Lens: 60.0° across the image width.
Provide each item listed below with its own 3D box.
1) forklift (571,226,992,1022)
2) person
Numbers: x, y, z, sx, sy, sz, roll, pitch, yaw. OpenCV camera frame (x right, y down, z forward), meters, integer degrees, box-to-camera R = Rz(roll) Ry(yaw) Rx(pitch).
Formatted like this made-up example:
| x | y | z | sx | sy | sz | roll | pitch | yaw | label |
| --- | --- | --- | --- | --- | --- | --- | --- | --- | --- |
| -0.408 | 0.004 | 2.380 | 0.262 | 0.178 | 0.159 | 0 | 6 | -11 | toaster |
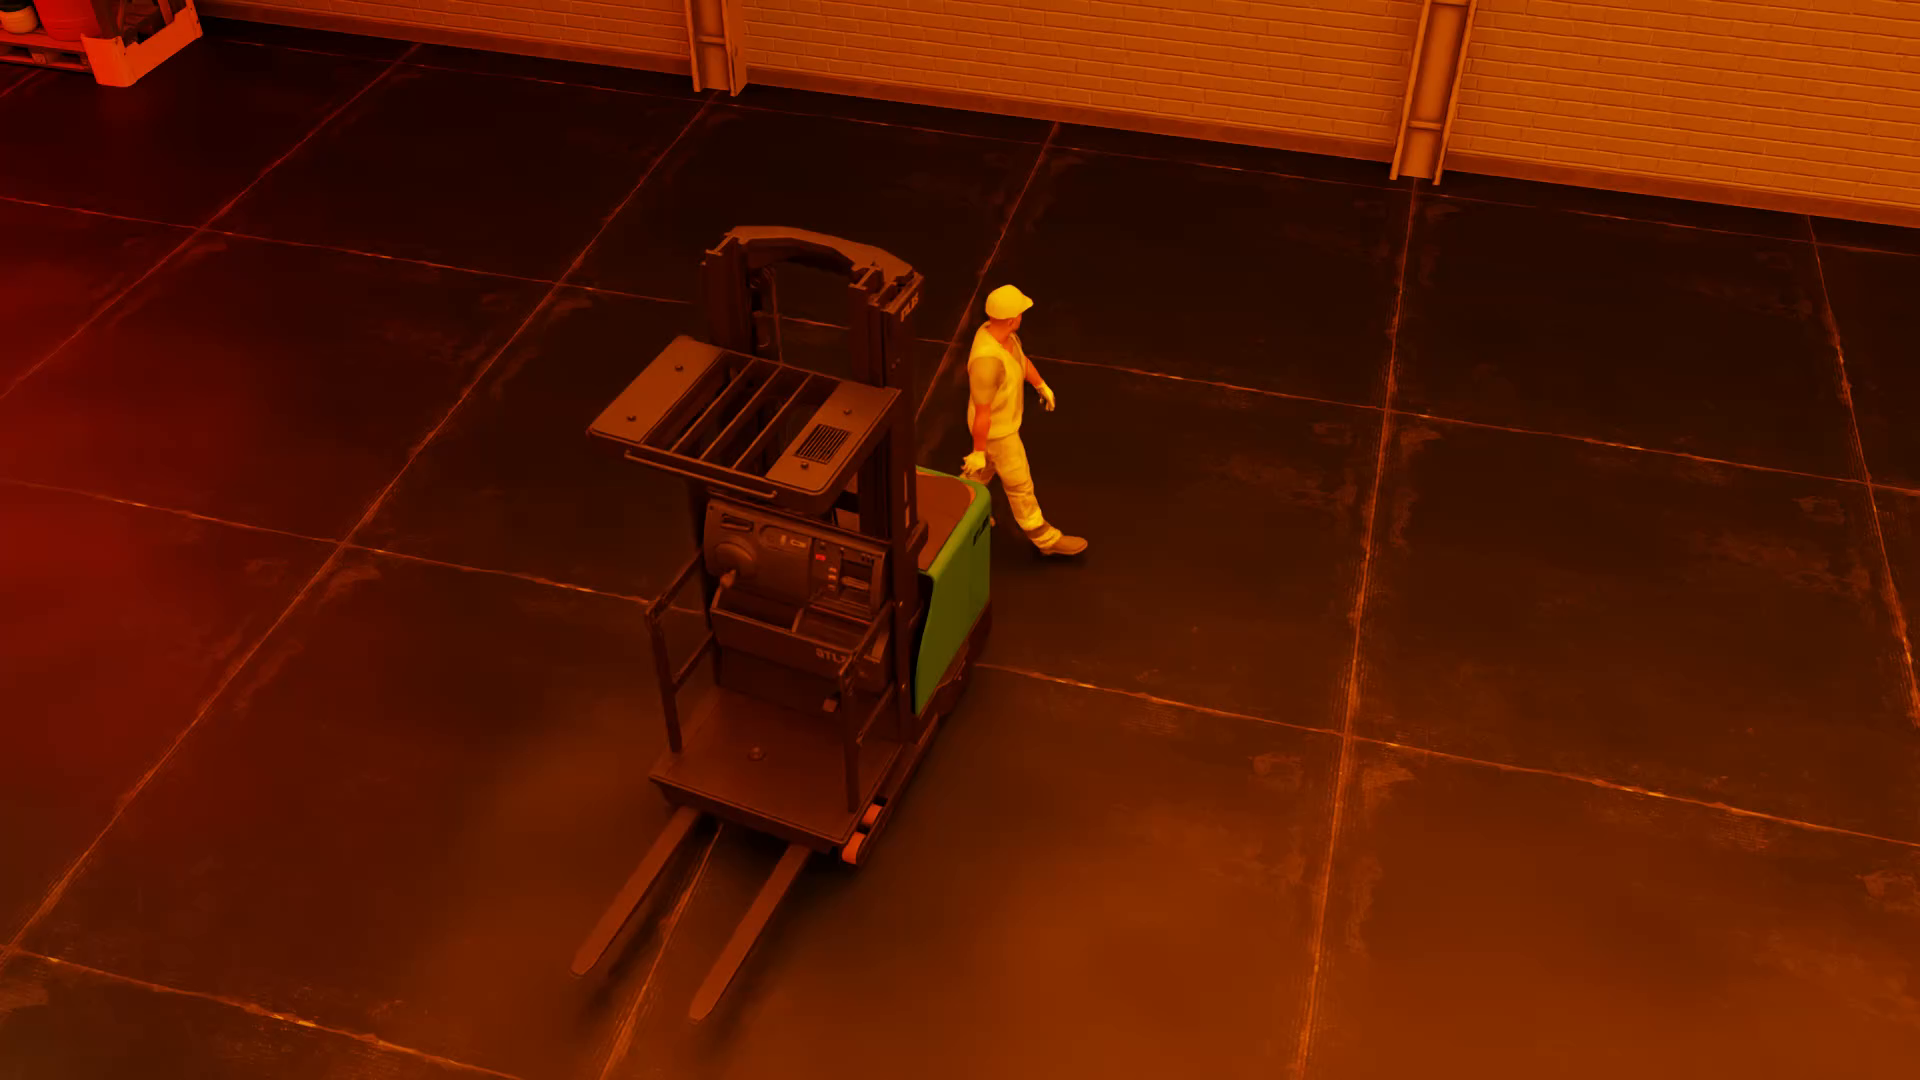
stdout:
| x | y | z | sx | sy | sz | roll | pitch | yaw | label |
| --- | --- | --- | --- | --- | --- | --- | --- | --- | --- |
| -0.863 | 0.183 | 7.652 | 1.130 | 2.935 | 3.031 | 16 | 44 | 17 | forklift |
| 0.335 | -0.655 | 9.452 | 0.874 | 1.741 | 0.708 | 4 | 41 | 4 | person |
